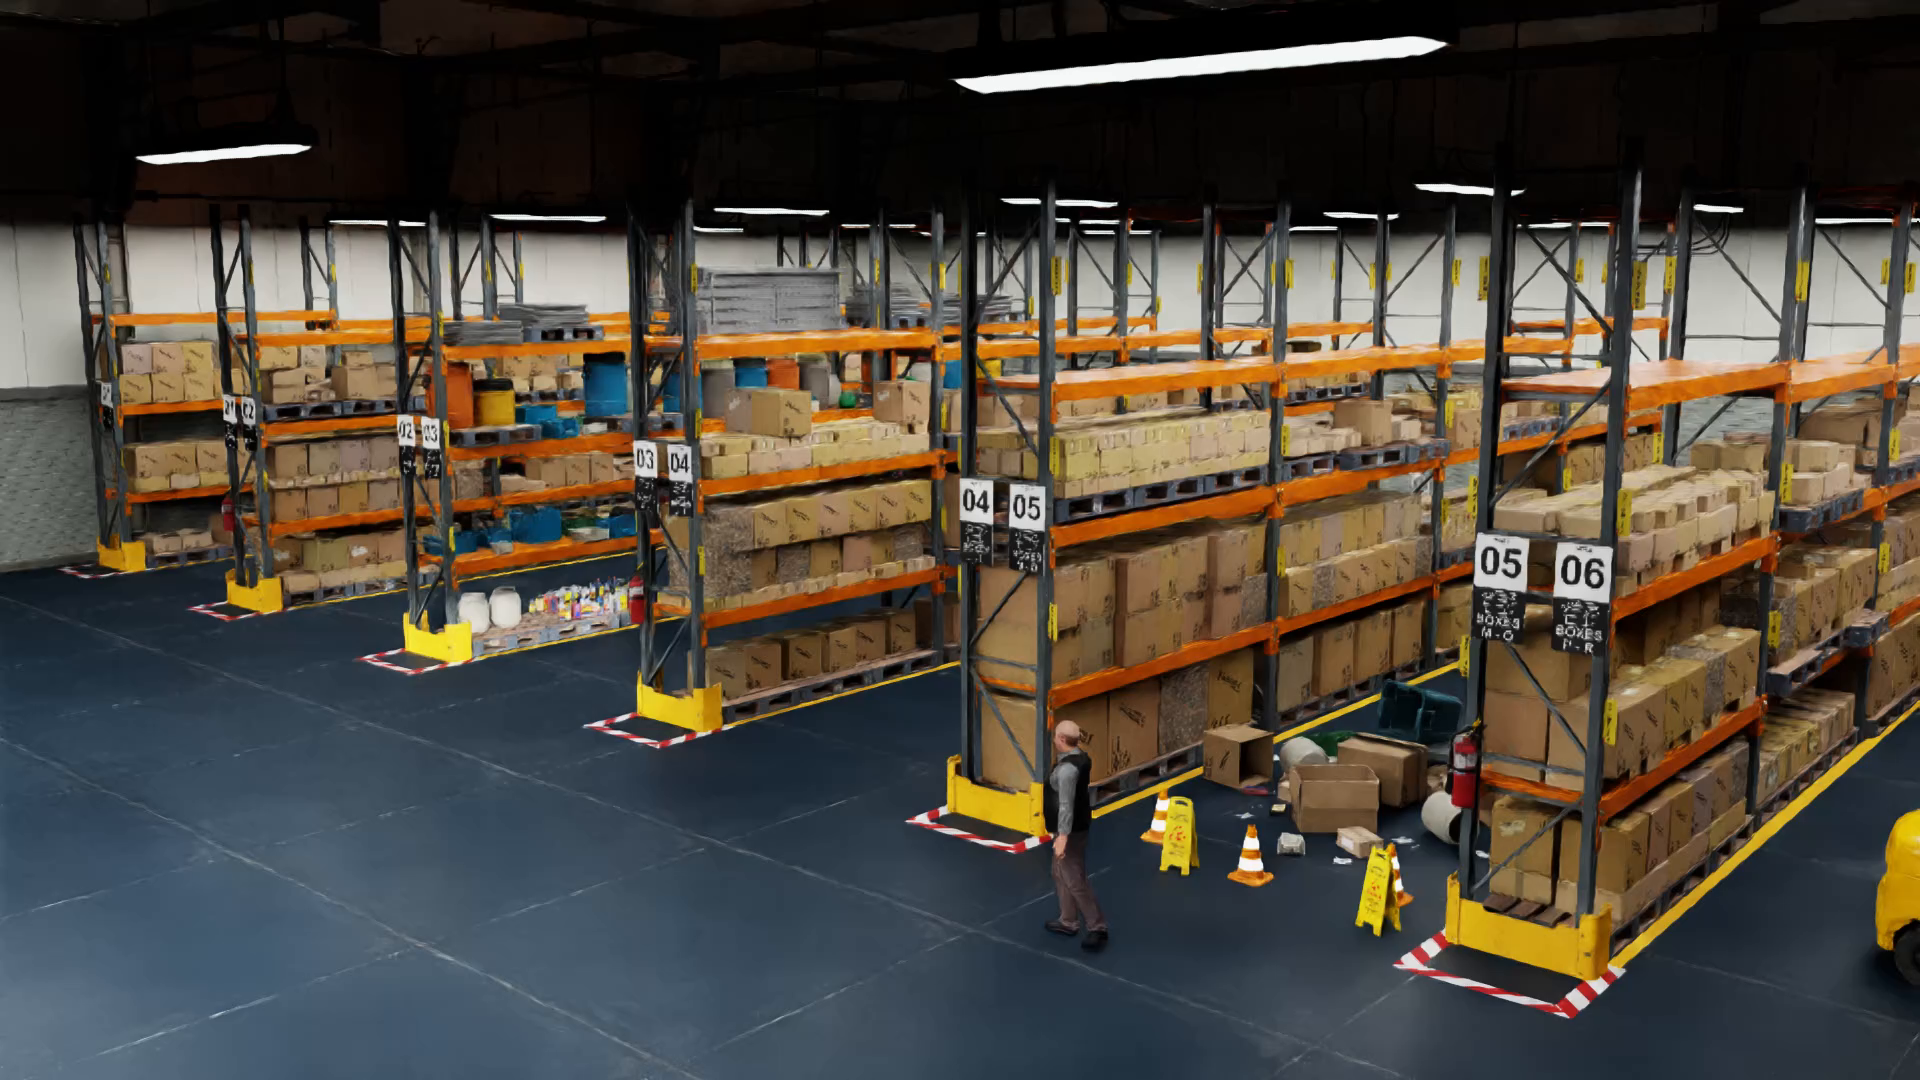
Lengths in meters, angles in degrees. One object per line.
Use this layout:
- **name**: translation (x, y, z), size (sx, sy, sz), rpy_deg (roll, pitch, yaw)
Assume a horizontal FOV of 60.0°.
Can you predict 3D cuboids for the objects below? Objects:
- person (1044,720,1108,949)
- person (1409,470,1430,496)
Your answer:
- **person**: translation (0.898, 2.232, 12.778), size (0.536, 1.713, 0.614), rpy_deg (2, 10, 14)
- **person**: translation (8.118, -0.586, 29.290), size (0.456, 1.786, 0.620), rpy_deg (2, 10, 10)
